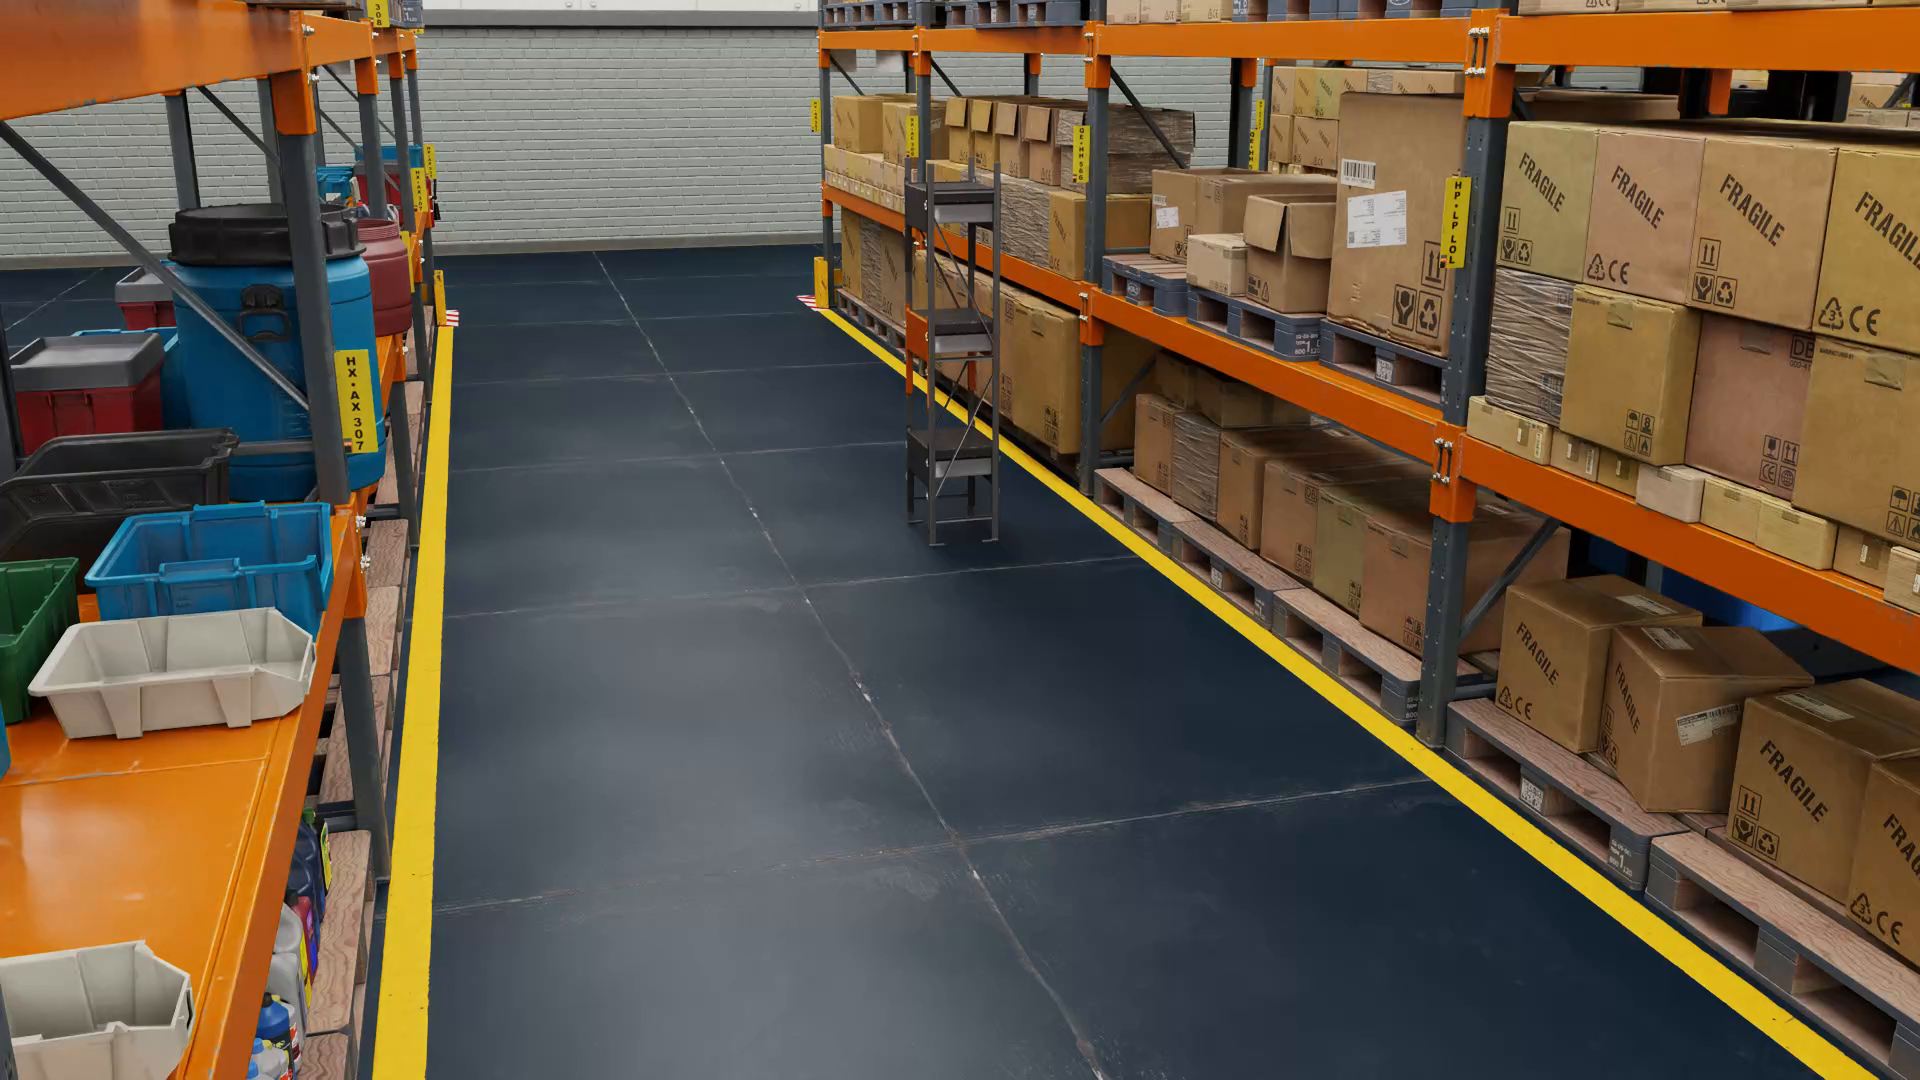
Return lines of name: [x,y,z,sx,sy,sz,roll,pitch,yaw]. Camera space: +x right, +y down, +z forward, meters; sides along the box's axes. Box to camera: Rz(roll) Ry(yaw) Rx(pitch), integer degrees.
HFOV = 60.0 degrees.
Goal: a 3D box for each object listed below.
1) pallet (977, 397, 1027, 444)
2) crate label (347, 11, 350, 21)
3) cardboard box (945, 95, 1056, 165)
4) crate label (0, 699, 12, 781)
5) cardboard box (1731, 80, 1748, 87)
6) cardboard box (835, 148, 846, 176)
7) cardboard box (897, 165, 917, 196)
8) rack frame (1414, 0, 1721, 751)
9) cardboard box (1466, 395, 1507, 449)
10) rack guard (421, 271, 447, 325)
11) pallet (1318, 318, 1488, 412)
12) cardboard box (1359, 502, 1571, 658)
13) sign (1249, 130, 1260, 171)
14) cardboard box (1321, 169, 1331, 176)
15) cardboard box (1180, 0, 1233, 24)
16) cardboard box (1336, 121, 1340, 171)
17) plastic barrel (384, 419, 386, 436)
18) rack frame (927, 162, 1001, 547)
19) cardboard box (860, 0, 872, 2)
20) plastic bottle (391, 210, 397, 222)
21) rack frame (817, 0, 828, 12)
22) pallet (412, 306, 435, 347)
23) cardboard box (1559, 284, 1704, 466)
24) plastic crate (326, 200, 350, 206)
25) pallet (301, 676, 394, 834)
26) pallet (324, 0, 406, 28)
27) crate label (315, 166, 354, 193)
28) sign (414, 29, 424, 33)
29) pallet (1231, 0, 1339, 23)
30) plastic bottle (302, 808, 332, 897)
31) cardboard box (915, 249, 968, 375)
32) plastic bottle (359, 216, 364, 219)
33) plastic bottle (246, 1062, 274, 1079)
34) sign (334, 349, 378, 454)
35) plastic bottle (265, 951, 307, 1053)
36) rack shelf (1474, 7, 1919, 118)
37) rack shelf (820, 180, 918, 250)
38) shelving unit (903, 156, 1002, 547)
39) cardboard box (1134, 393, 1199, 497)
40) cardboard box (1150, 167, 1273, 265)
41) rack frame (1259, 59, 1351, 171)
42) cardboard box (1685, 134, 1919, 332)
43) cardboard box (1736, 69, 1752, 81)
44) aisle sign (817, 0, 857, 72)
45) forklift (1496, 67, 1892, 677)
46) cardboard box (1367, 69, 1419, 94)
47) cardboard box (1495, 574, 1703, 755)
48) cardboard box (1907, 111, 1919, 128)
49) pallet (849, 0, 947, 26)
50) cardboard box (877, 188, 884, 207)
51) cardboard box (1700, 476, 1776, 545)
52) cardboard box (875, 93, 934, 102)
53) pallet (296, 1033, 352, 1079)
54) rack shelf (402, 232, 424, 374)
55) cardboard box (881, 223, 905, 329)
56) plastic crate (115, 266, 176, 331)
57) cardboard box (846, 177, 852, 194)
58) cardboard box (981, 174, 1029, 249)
pallet: [0.770,-0.982,12.353,1.003,0.211,1.213,-5,17,-15]
crate label: [-4.473,-3.940,12.598,0.293,0.136,0.466,-5,17,-15]
cardboard box: [0.330,-3.215,13.024,0.797,0.503,0.637,-5,17,-17]
crate label: [-2.084,0.343,3.033,0.502,0.435,0.616,-5,17,-15]
cardboard box: [8.731,-4.840,18.439,0.500,0.500,0.500,-5,17,-16]
cardboard box: [-0.932,-3.742,16.441,0.500,0.250,0.500,-5,17,-16]
cardboard box: [-0.228,-3.035,14.085,0.500,0.250,0.500,-5,17,-16]
rack frame: [2.345,-0.650,6.402,1.000,3.000,0.127,-5,17,-15]
cardboard box: [2.115,-0.446,6.161,0.380,0.149,0.250,-5,17,-15]
rack guard: [-5.734,-2.386,16.526,1.175,0.500,0.348,-5,17,-15]
pallet: [2.275,-0.781,7.171,1.003,0.211,1.213,-5,17,-15]
cardboard box: [2.197,0.165,7.269,0.700,0.500,0.500,-6,18,-20]
sign: [1.765,-2.318,10.081,0.100,0.325,0.005,-5,17,-15]
cardboard box: [4.004,-3.814,17.372,0.380,0.149,0.250,-5,17,-16]
cardboard box: [1.421,-2.687,8.232,0.500,0.250,0.500,-4,17,-14]
cardboard box: [4.141,-3.955,16.713,0.500,0.500,0.500,-5,17,-17]
plastic barrel: [-3.978,-0.857,10.554,0.600,0.588,0.708,-5,17,-15]
rack frame: [0.022,-0.984,9.078,0.400,2.100,0.015,-5,17,-15]
cardboard box: [-0.531,-5.259,15.453,0.700,0.500,0.500,-6,18,-19]
plastic bottle: [-4.097,-2.227,11.868,0.152,0.276,0.135,-5,17,-15]
rack frame: [-0.953,-6.842,16.589,1.000,3.000,0.127,-5,17,-15]
pallet: [-5.526,-2.011,15.780,1.003,0.211,1.213,-5,17,-15]
cardboard box: [2.512,-0.570,5.444,0.875,0.500,0.500,-5,17,-15]
plastic crate: [-5.182,-2.657,13.456,0.437,0.125,0.590,-5,17,-15]
pallet: [-2.671,0.863,6.212,1.003,0.211,1.213,-5,17,-15]
pallet: [-3.992,-3.295,10.321,1.003,0.211,1.213,-5,17,-15]
crate label: [-5.964,-3.432,15.850,0.416,0.233,0.303,-5,17,-15]
sign: [-5.191,-5.012,15.891,0.100,0.325,0.005,-5,17,-15]
pallet: [1.989,-2.462,7.548,1.213,0.211,1.003,-5,17,-15]
plastic bottle: [-1.968,0.939,5.069,0.061,0.283,0.133,-4,17,-12]
cardboard box: [0.341,-1.871,13.430,1.225,0.875,0.875,-5,17,-15]
plastic bottle: [-4.073,-2.071,11.355,0.097,0.271,0.097,0,17,0]
plastic bottle: [-1.611,1.323,3.811,0.097,0.271,0.097,0,17,0]
sign: [-1.886,-0.431,5.193,0.100,0.325,0.005,-5,17,-15]
plastic bottle: [-1.781,1.178,4.285,0.152,0.276,0.135,-4,17,-14]
rack shelf: [2.894,-1.189,4.232,1.077,0.370,4.000,-5,17,-15]
rack shelf: [-0.403,-3.071,15.714,1.077,0.370,4.000,-5,17,-15]
shelving unit: [-0.045,-1.051,9.302,0.431,2.100,0.503,-5,17,-15]
cardboard box: [1.449,-0.586,9.770,0.700,0.500,0.500,-6,18,-18]
cardboard box: [1.432,-1.859,9.523,0.500,0.500,0.500,-7,18,-22]
rack frame: [3.844,-4.333,18.664,1.000,3.000,0.127,-5,17,-15]
cardboard box: [2.500,-0.898,4.799,0.500,0.500,0.500,-5,17,-15]
cardboard box: [8.749,-5.110,18.210,0.380,0.149,0.250,-5,17,-15]
aisle sign: [-1.261,-5.210,17.065,0.394,0.787,0.004,-5,17,-15]
forklift: [3.362,-1.164,8.232,1.130,2.935,3.031,-5,18,-17]
cardboard box: [4.279,-4.290,16.091,0.500,0.500,0.500,-4,17,-14]
cardboard box: [2.416,0.460,6.322,0.500,0.500,0.500,-5,18,-17]
cardboard box: [6.296,-2.383,10.258,0.700,0.500,0.500,-5,17,-16]
pallet: [-0.400,-4.821,15.227,1.003,0.211,1.213,-5,17,-15]
cardboard box: [-0.536,-3.086,14.947,0.380,0.149,0.250,-4,17,-14]
cardboard box: [2.482,-0.103,5.016,0.380,0.149,0.250,-5,17,-15]
cardboard box: [-0.567,-4.285,16.943,0.500,0.500,0.500,-4,17,-15]
pallet: [-1.934,1.604,3.744,1.003,0.211,1.213,-5,17,-15]
rack shelf: [-4.066,-1.573,10.727,1.077,0.370,4.000,-5,17,-15]
cardboard box: [-0.206,-2.484,15.471,0.875,0.875,0.875,-5,17,-15]
plastic crate: [-3.367,-0.924,7.204,0.402,0.464,0.583,-5,17,-15]
cardboard box: [-0.889,-3.441,16.128,0.380,0.149,0.250,-5,17,-16]
cardboard box: [0.455,-2.344,11.867,0.500,0.500,0.500,-4,17,-14]
